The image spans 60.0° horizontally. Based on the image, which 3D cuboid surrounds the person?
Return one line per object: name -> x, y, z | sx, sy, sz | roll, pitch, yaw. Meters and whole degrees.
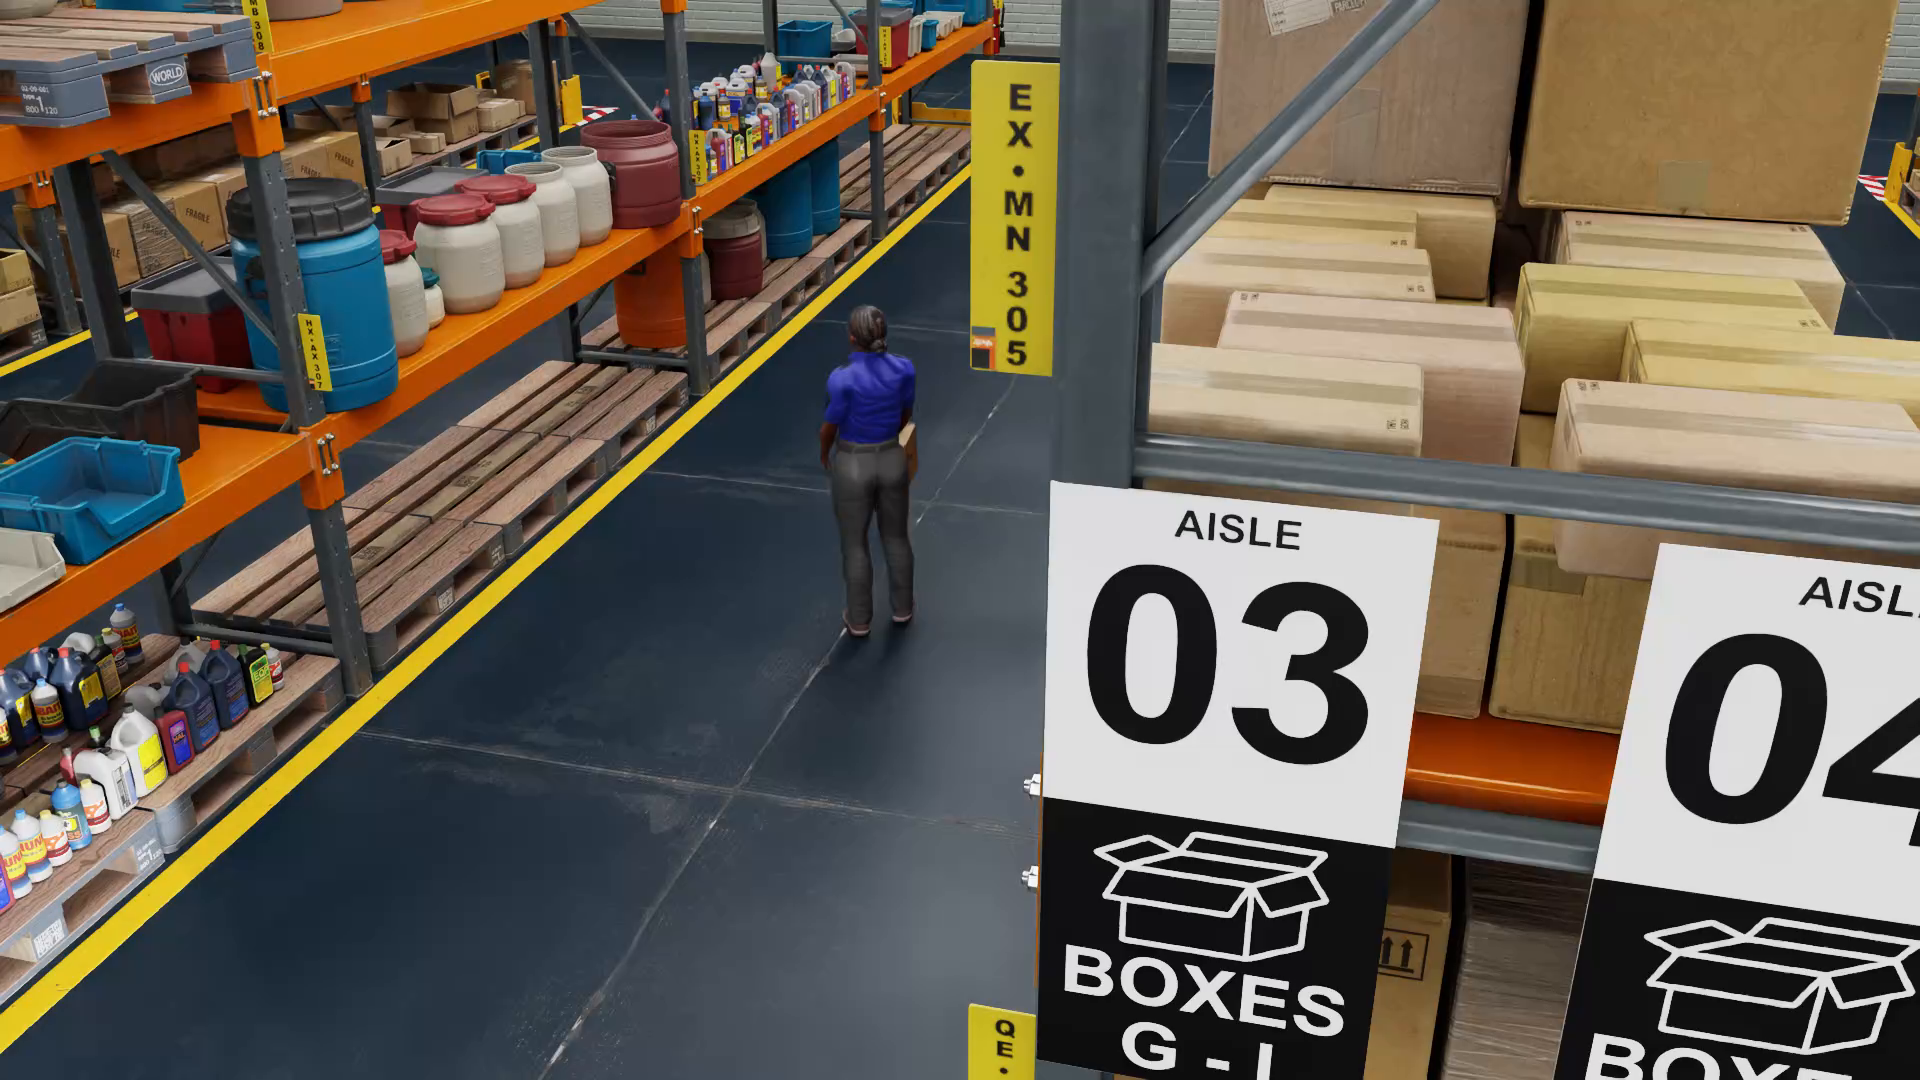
person -> -0.418, -0.340, 7.812 | 0.534, 1.662, 0.450 | -13, 28, -25
